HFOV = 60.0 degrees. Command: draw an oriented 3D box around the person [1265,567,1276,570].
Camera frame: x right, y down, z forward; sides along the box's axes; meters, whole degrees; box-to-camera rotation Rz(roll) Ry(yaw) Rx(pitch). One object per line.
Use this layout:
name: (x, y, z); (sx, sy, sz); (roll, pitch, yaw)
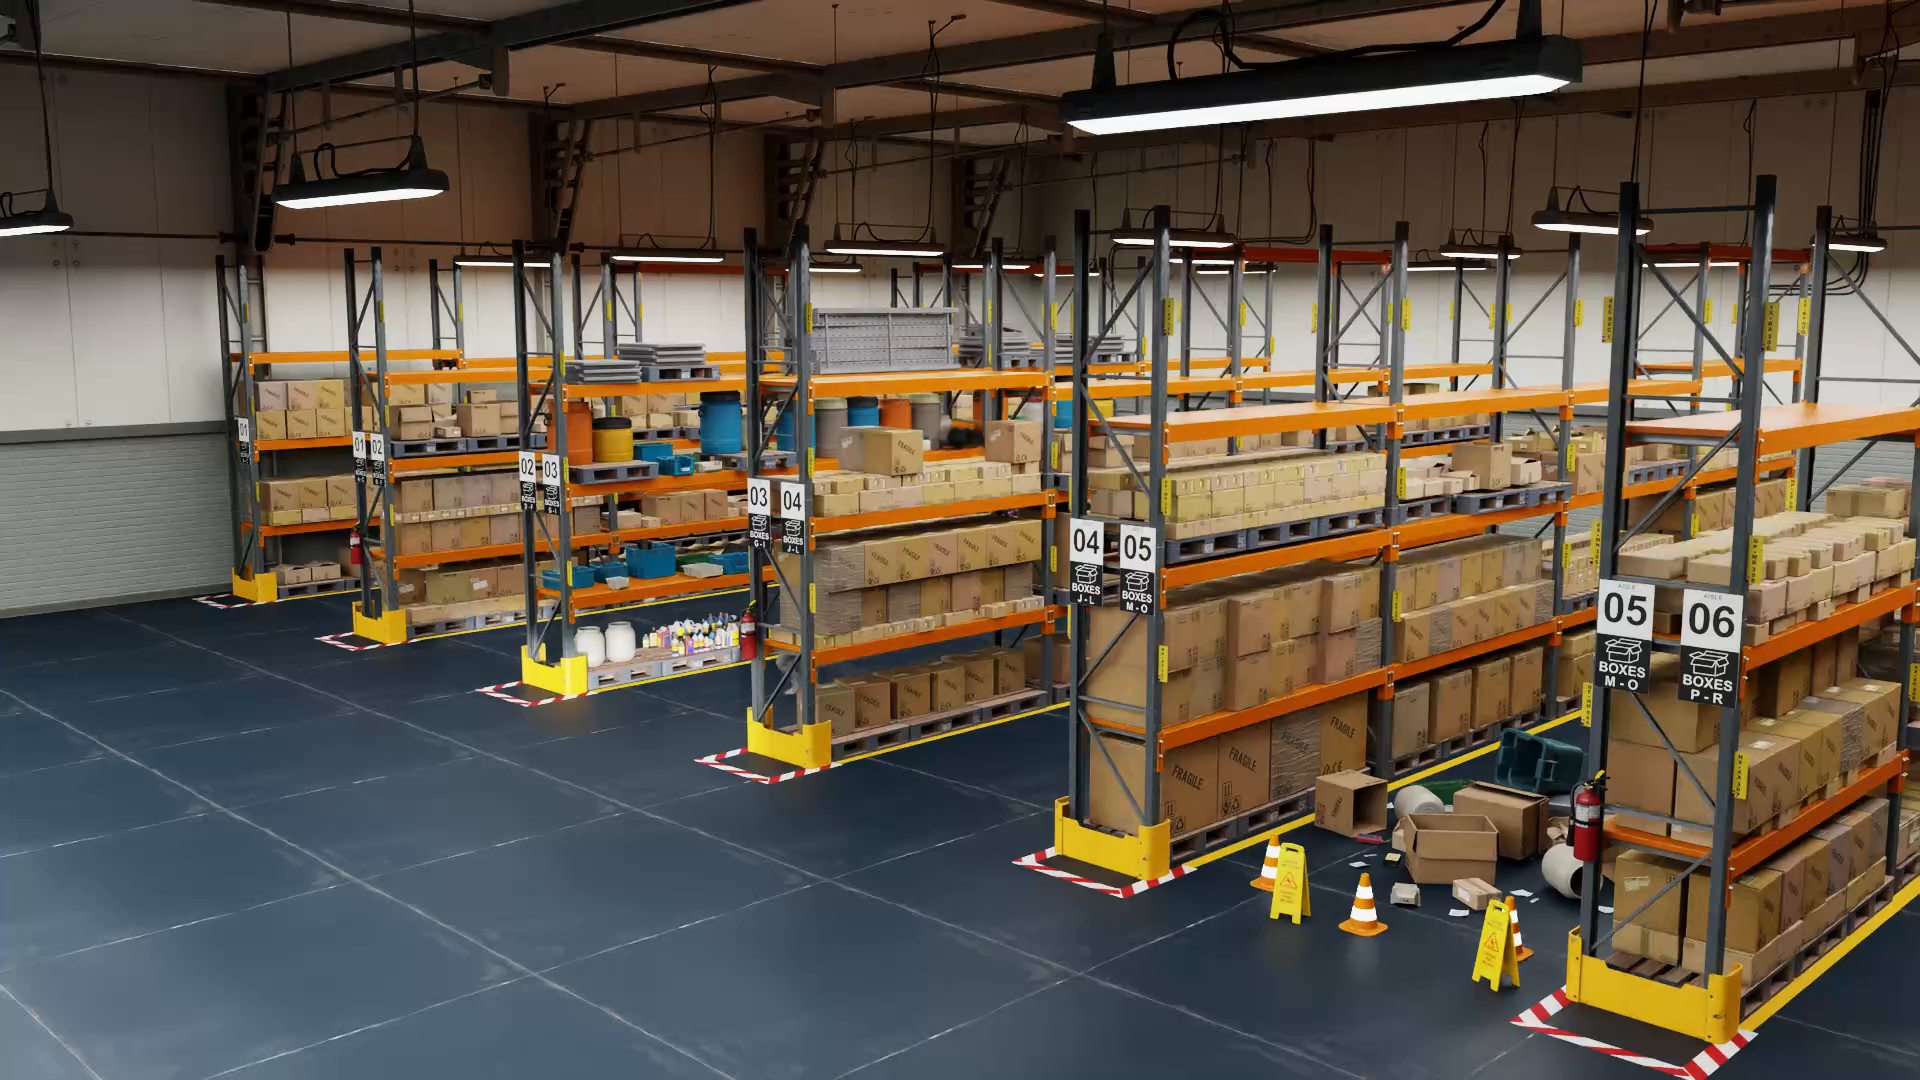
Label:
person: (4.265, 1.140, 22.840); (0.749, 1.683, 0.615); (-6, 10, -36)

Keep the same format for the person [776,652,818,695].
person: (-2.085, 1.300, 21.663); (0.691, 1.604, 0.590); (-7, 11, -42)
